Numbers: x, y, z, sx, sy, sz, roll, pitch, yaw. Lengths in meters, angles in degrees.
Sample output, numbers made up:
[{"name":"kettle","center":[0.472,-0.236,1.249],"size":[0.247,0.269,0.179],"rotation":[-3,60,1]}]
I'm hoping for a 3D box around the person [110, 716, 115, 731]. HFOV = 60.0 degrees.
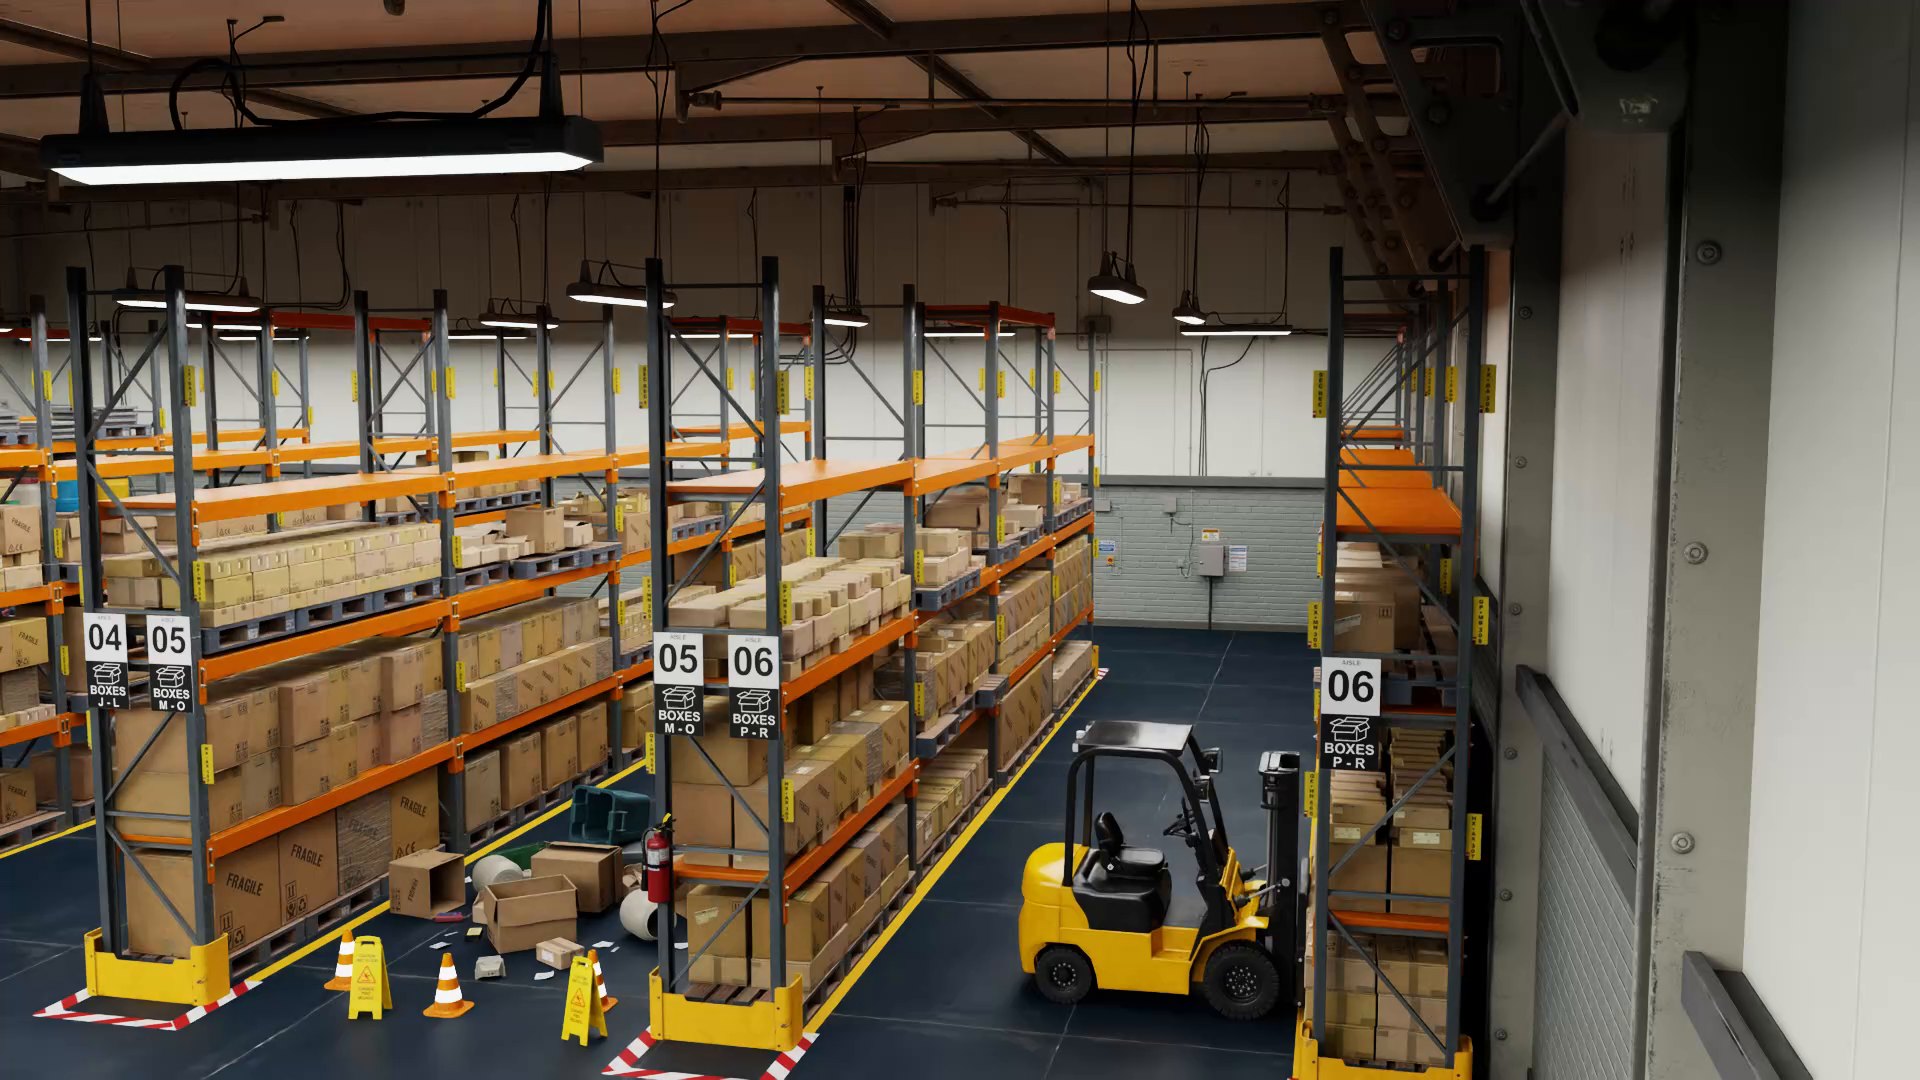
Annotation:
[{"name":"person","center":[-11.931,1.915,23.999],"size":[0.516,1.616,0.941],"rotation":[1,6,6]}]
